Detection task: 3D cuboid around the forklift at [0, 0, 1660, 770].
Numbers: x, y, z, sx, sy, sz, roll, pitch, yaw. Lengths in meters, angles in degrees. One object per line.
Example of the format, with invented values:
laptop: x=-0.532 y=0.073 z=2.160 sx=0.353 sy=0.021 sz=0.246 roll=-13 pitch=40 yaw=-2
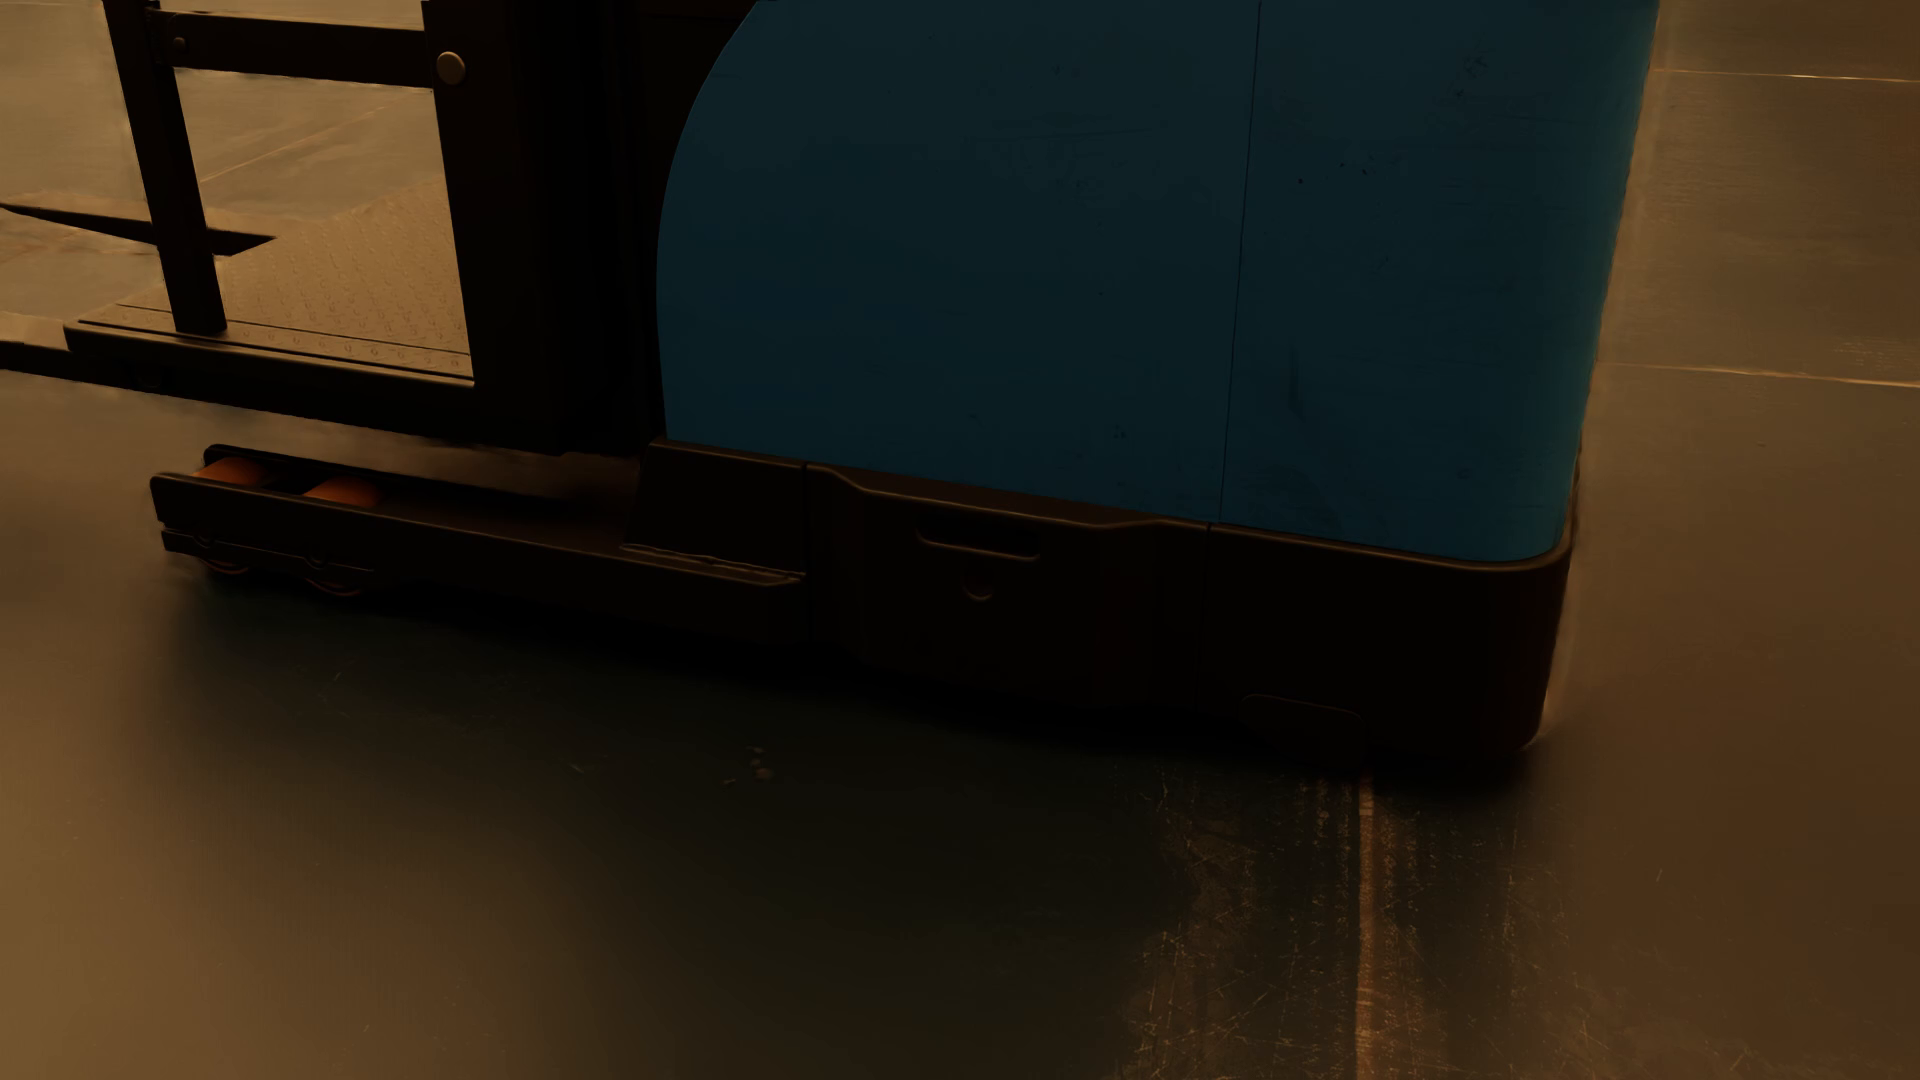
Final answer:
forklift: x=-0.614 y=-1.440 z=2.101 sx=3.031 sy=2.935 sz=1.130 roll=9 pitch=28 yaw=18
